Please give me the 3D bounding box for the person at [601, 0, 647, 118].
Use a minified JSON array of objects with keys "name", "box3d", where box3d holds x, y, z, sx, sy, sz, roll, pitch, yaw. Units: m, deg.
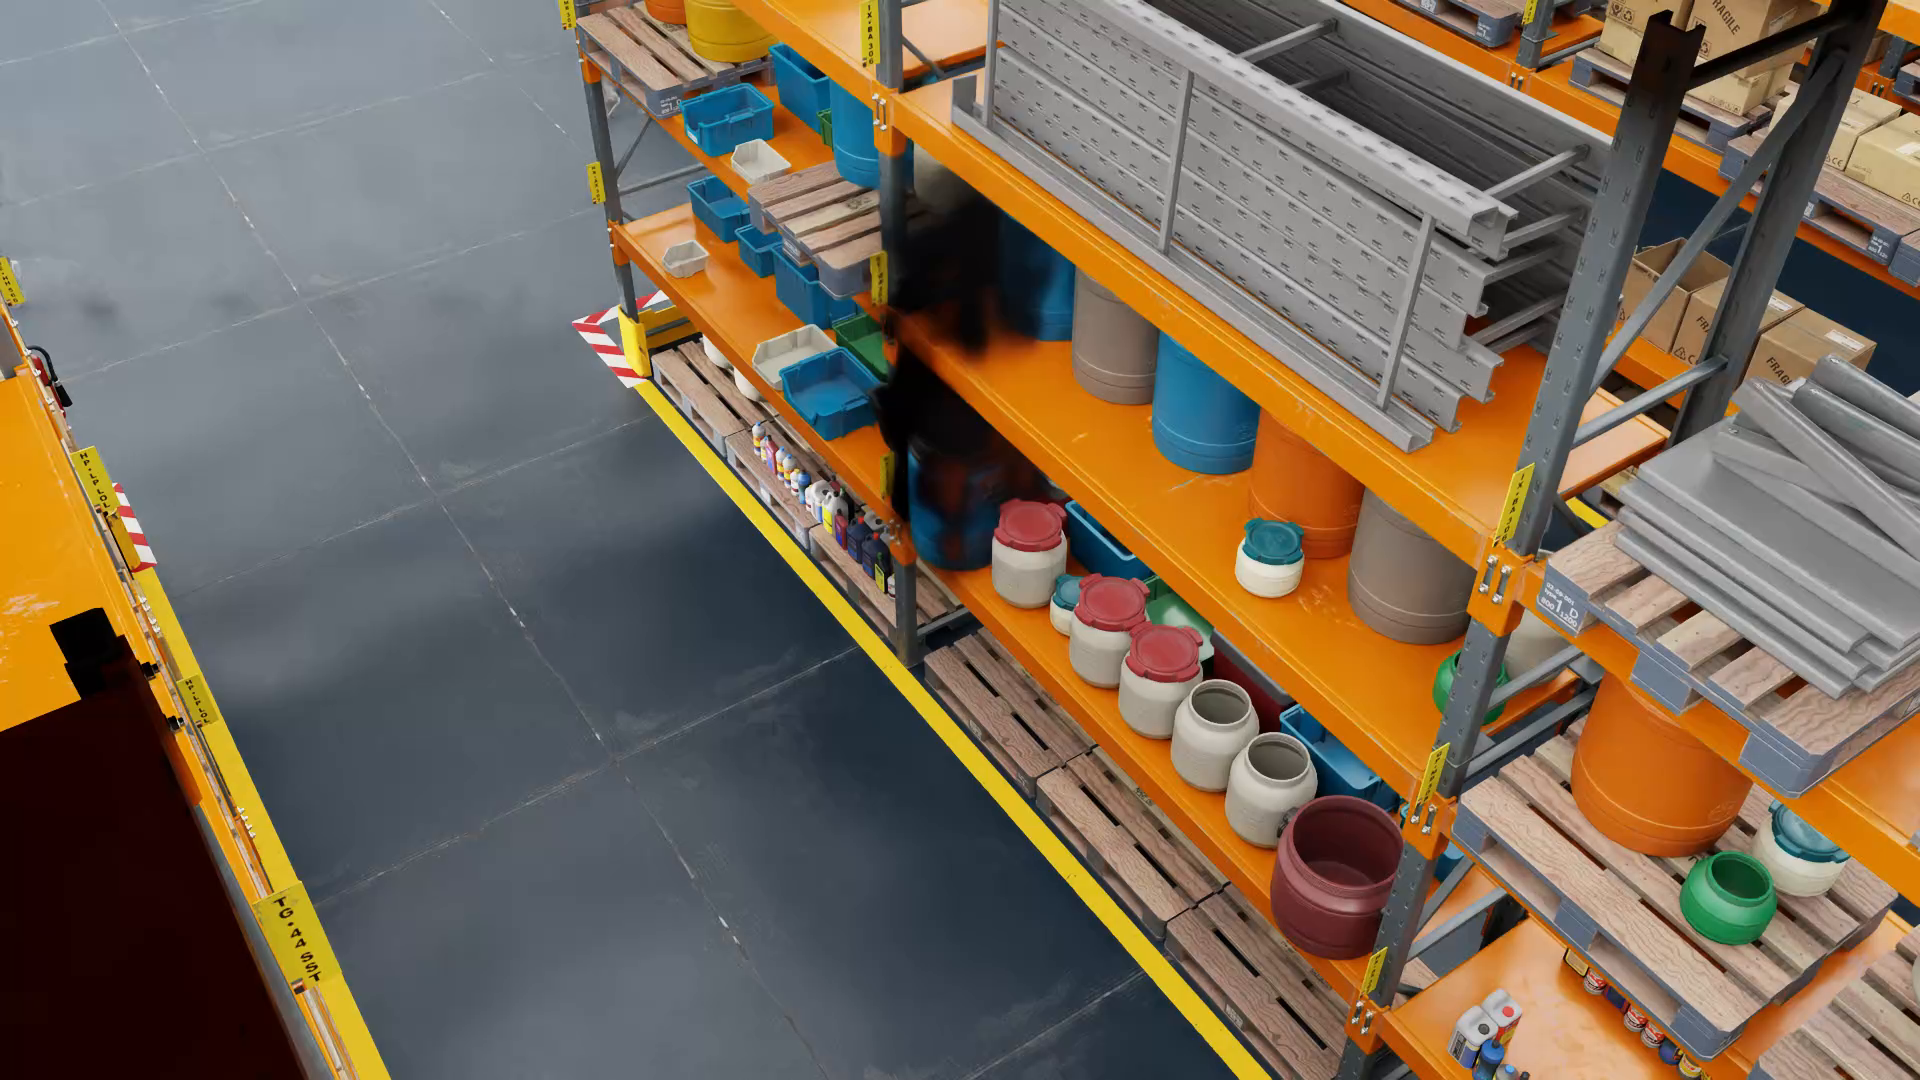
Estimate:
[{"name":"person","box3d":[-3.255,-4.738,15.695,0.821,1.724,0.570,-11,44,-12]}]
